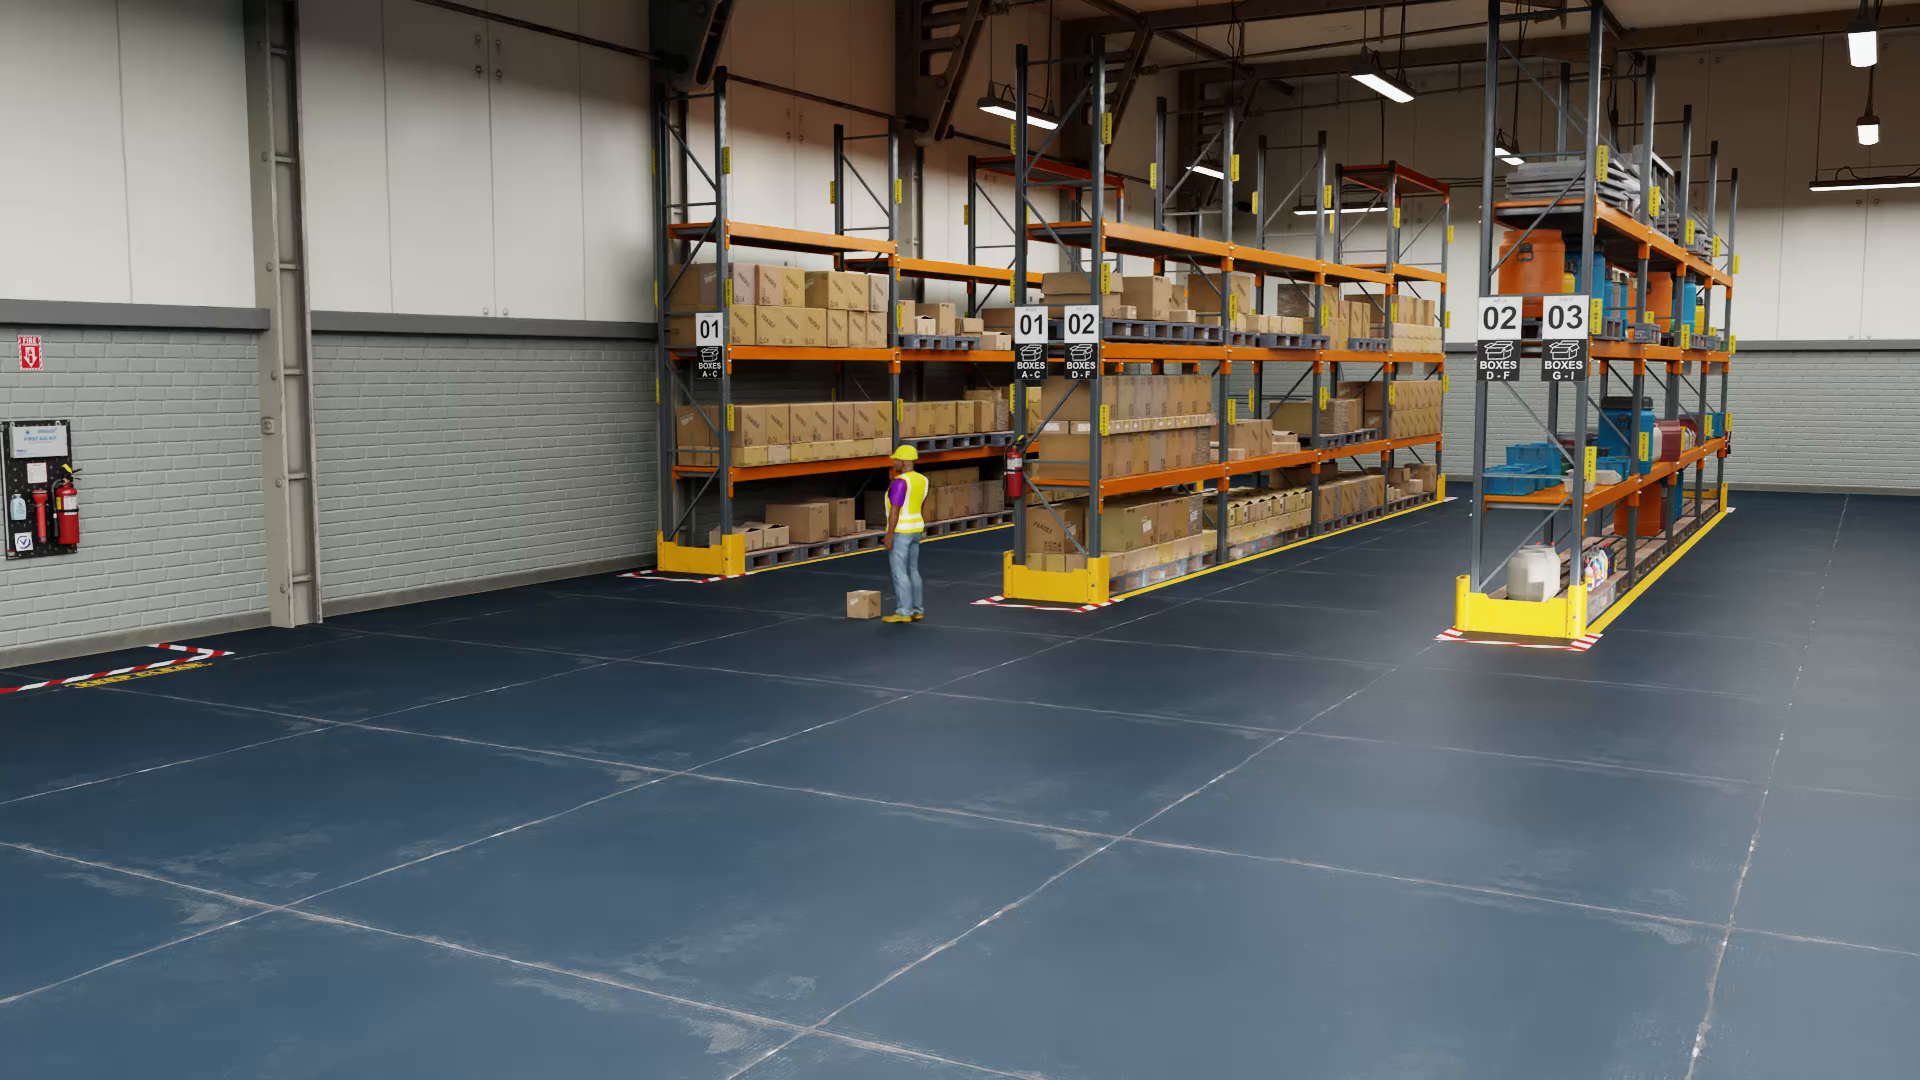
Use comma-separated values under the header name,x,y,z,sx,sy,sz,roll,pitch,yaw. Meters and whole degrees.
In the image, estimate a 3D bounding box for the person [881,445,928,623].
name,x,y,z,sx,sy,sz,roll,pitch,yaw
person,-0.559,-0.066,16.692,0.357,1.767,0.564,3,7,30
